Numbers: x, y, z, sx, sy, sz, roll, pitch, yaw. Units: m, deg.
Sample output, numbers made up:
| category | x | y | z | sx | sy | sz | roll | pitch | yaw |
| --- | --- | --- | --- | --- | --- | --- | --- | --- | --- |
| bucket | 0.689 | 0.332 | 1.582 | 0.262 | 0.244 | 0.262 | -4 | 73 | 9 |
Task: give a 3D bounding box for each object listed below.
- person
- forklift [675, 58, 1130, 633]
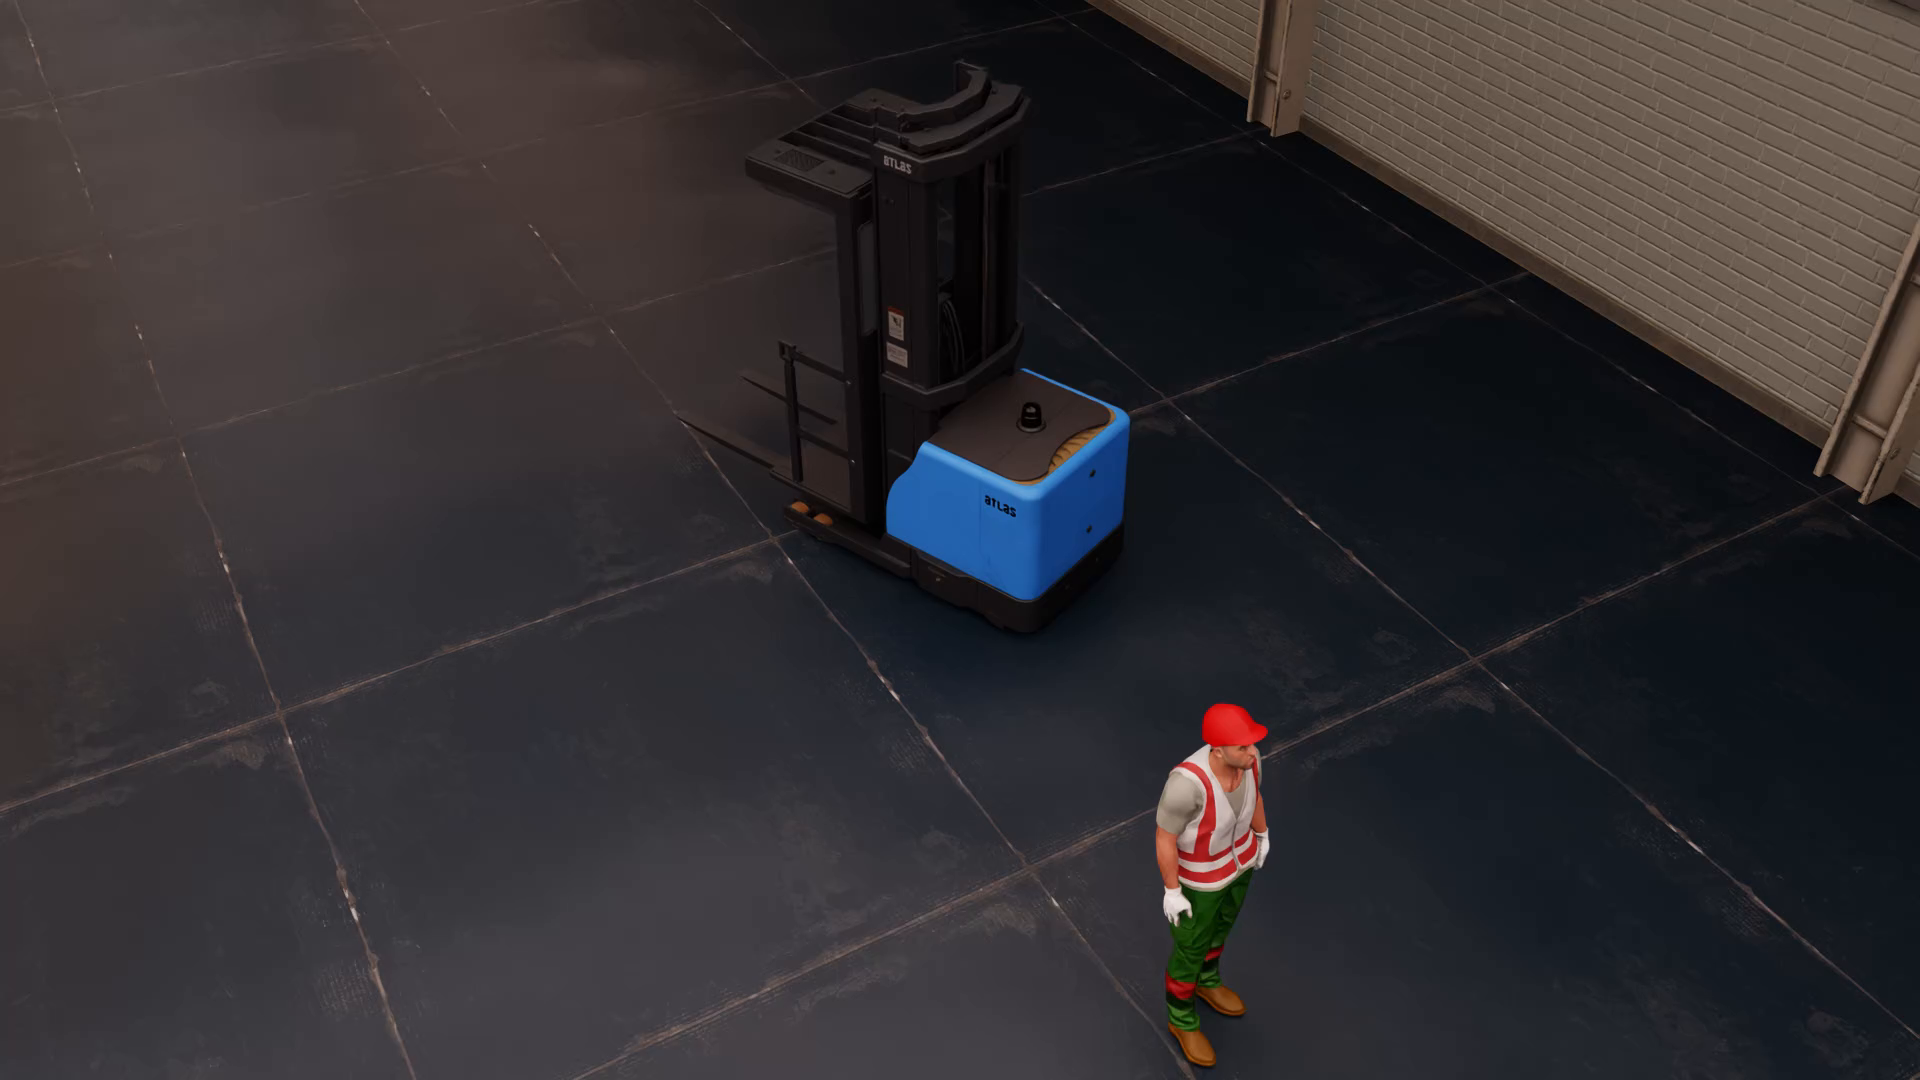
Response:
| category | x | y | z | sx | sy | sz | roll | pitch | yaw |
| --- | --- | --- | --- | --- | --- | --- | --- | --- | --- |
| person | 1.144 | 1.452 | 7.172 | 0.637 | 1.790 | 0.552 | -28 | 47 | -30 |
| forklift | -0.481 | -1.366 | 9.683 | 3.031 | 2.935 | 1.130 | 26 | 46 | 28 |
